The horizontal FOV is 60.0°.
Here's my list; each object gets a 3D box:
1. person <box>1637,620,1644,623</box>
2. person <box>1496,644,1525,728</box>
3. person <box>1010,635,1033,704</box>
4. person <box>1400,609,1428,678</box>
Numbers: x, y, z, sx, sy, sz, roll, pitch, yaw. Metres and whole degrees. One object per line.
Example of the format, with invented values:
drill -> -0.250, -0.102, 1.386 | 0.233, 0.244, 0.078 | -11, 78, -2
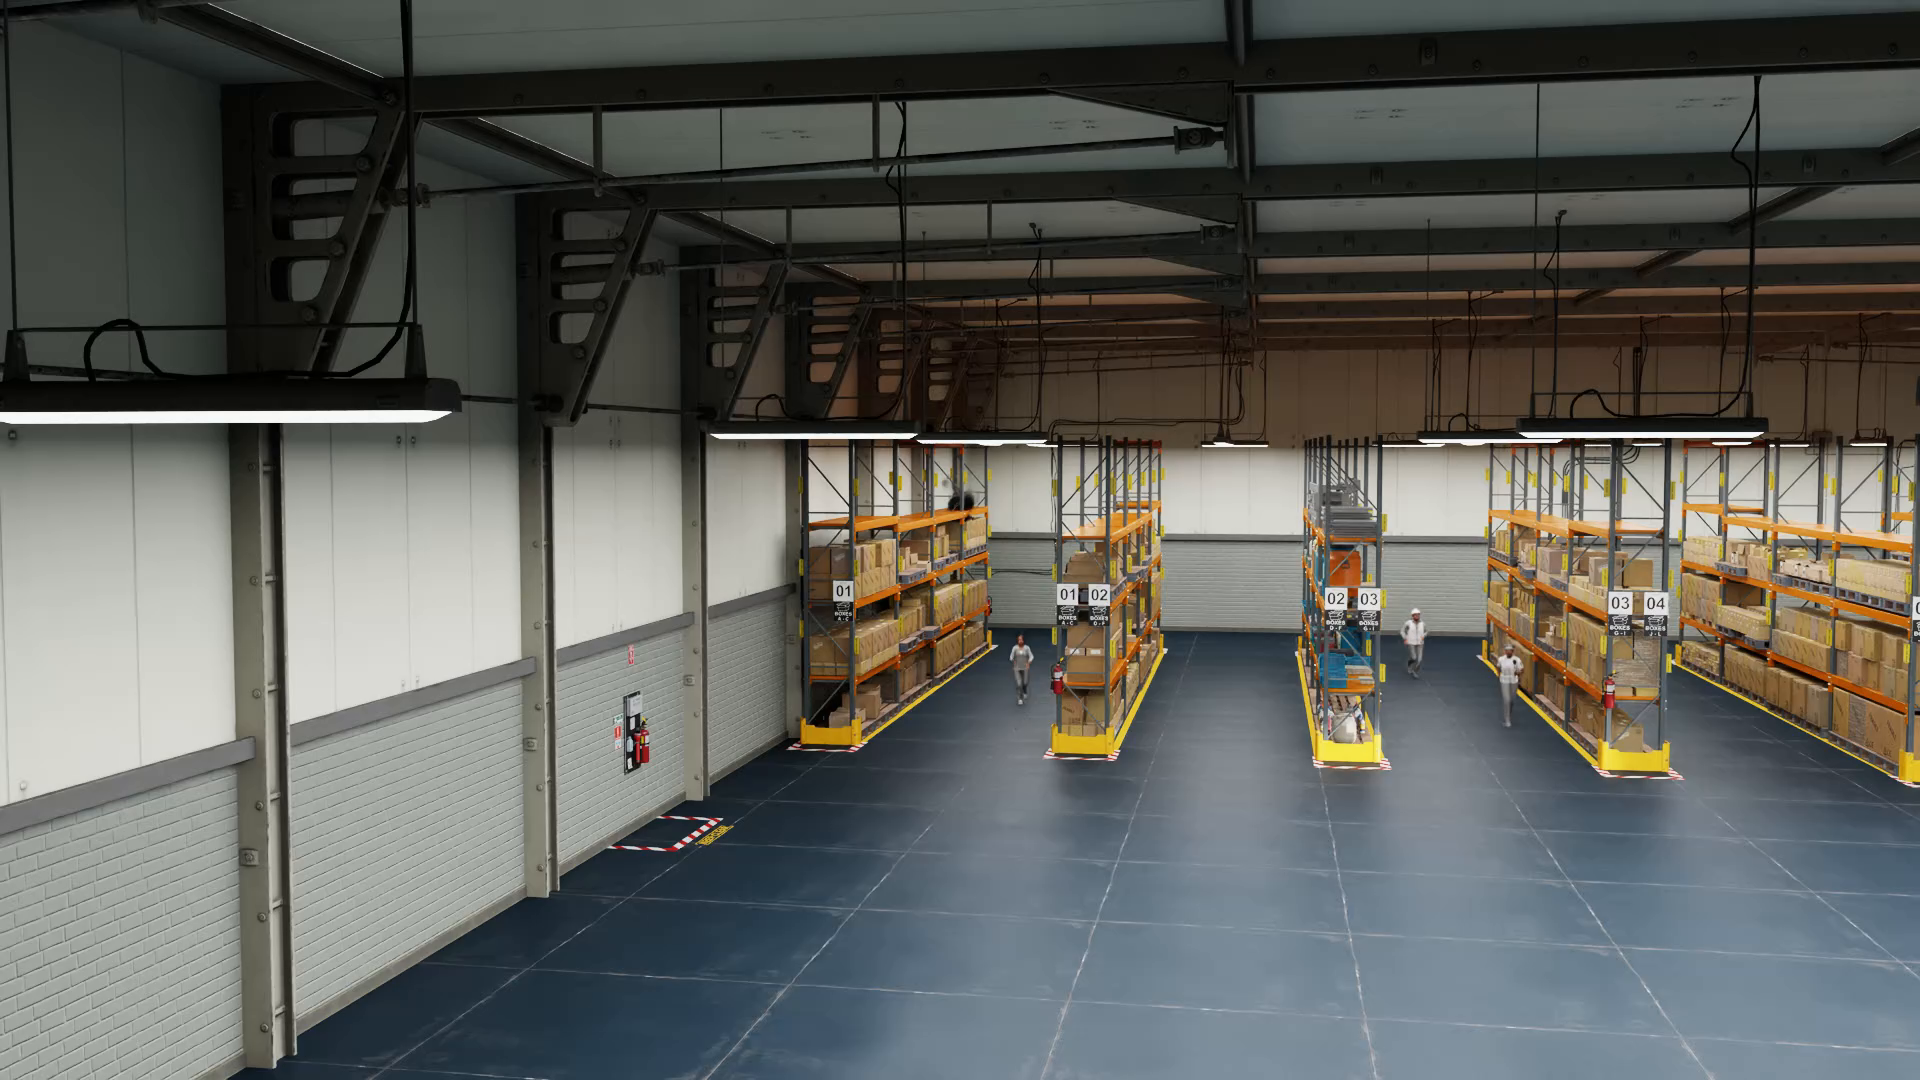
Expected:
person -> 17.668, 2.537, 43.197 | 0.714, 1.722, 0.591 | 1, 3, 13
person -> 11.475, 3.002, 34.672 | 0.566, 1.719, 0.870 | 1, 3, 13
person -> 1.375, 2.920, 37.309 | 0.526, 1.556, 0.536 | 0, 3, 3
person -> 11.432, 2.603, 41.718 | 0.650, 1.732, 0.566 | 0, 3, -1
